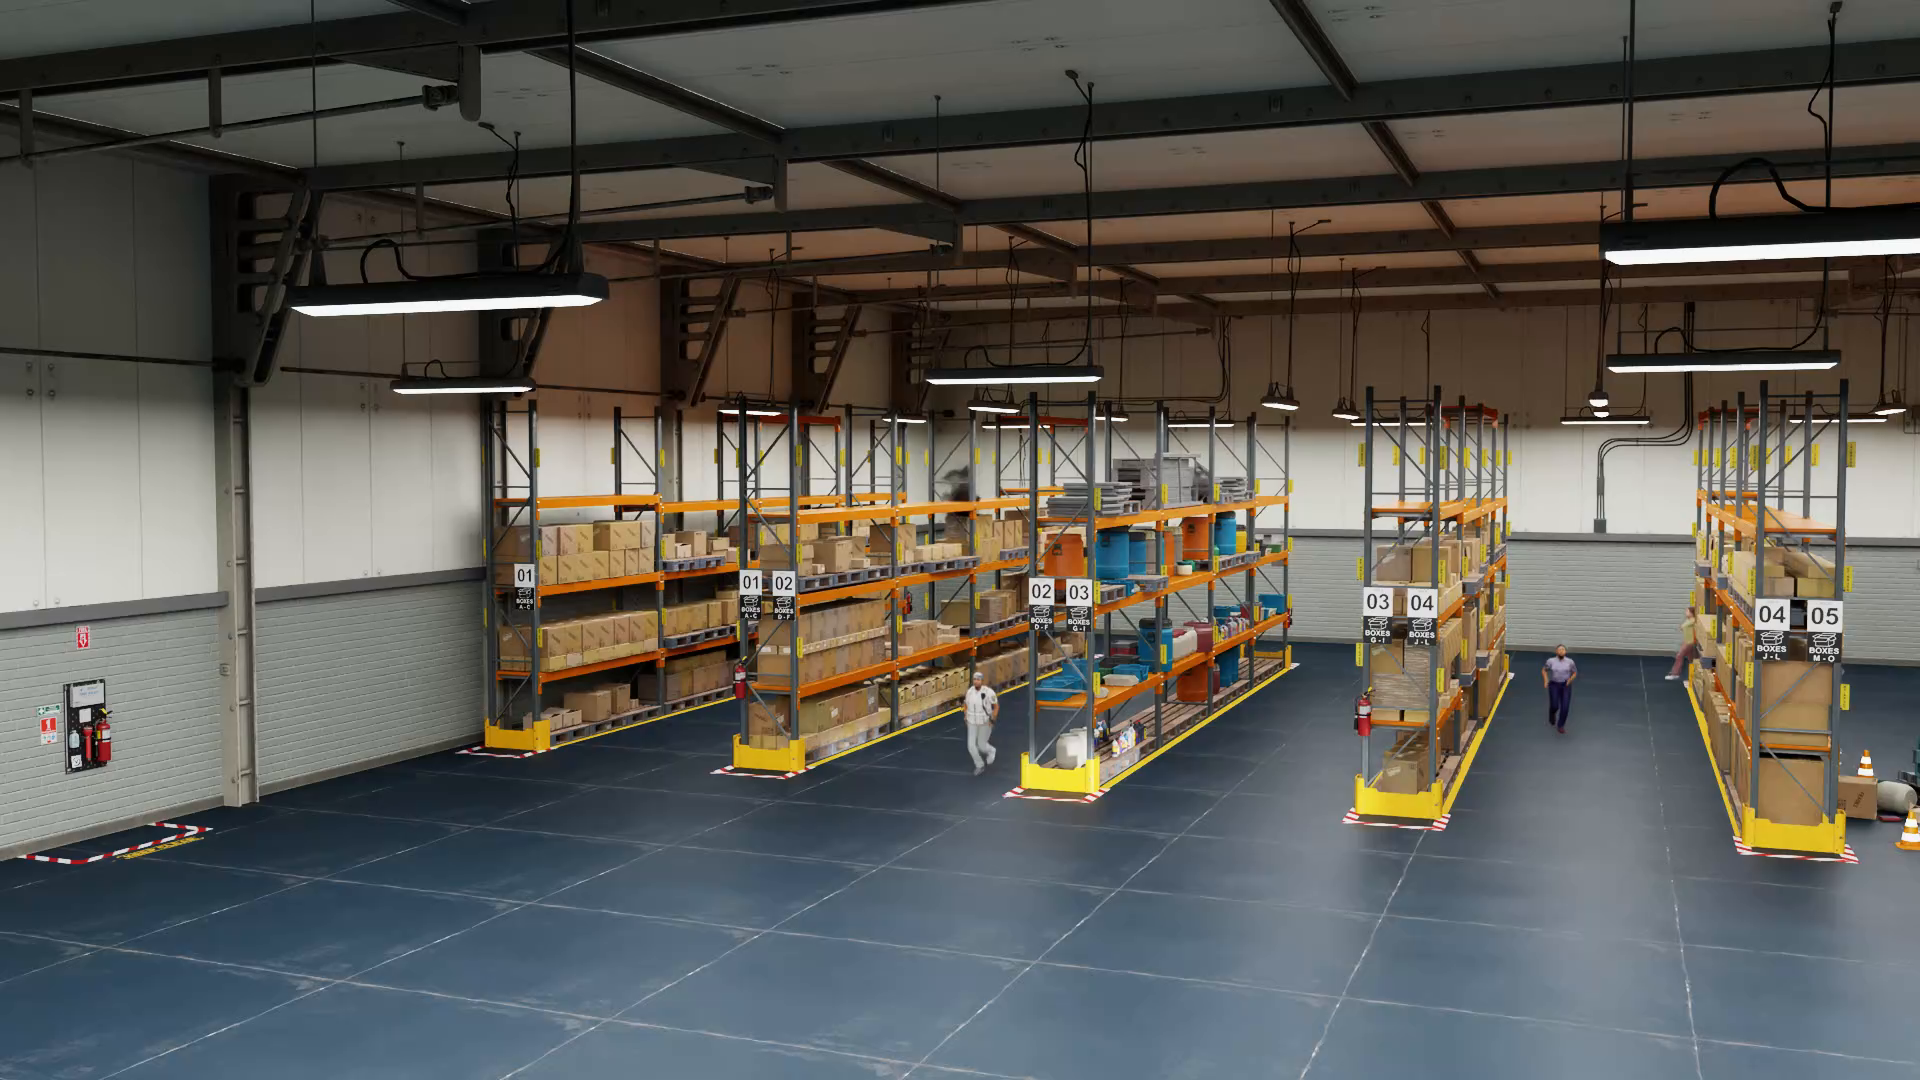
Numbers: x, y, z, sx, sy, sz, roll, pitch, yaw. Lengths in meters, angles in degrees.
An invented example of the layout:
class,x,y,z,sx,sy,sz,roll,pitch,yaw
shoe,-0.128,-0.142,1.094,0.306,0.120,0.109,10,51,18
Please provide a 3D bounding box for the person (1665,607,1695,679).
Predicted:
class,x,y,z,sx,sy,sz,roll,pitch,yaw
person,16.337,2.310,37.290,0.974,1.646,0.607,1,3,15

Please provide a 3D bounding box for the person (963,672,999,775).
class,x,y,z,sx,sy,sz,roll,pitch,yaw
person,0.331,2.905,26.474,0.606,1.636,0.582,1,3,25

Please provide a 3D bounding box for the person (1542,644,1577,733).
class,x,y,z,sx,sy,sz,roll,pitch,yaw
person,10.962,2.712,30.382,0.607,1.606,0.549,1,3,15
